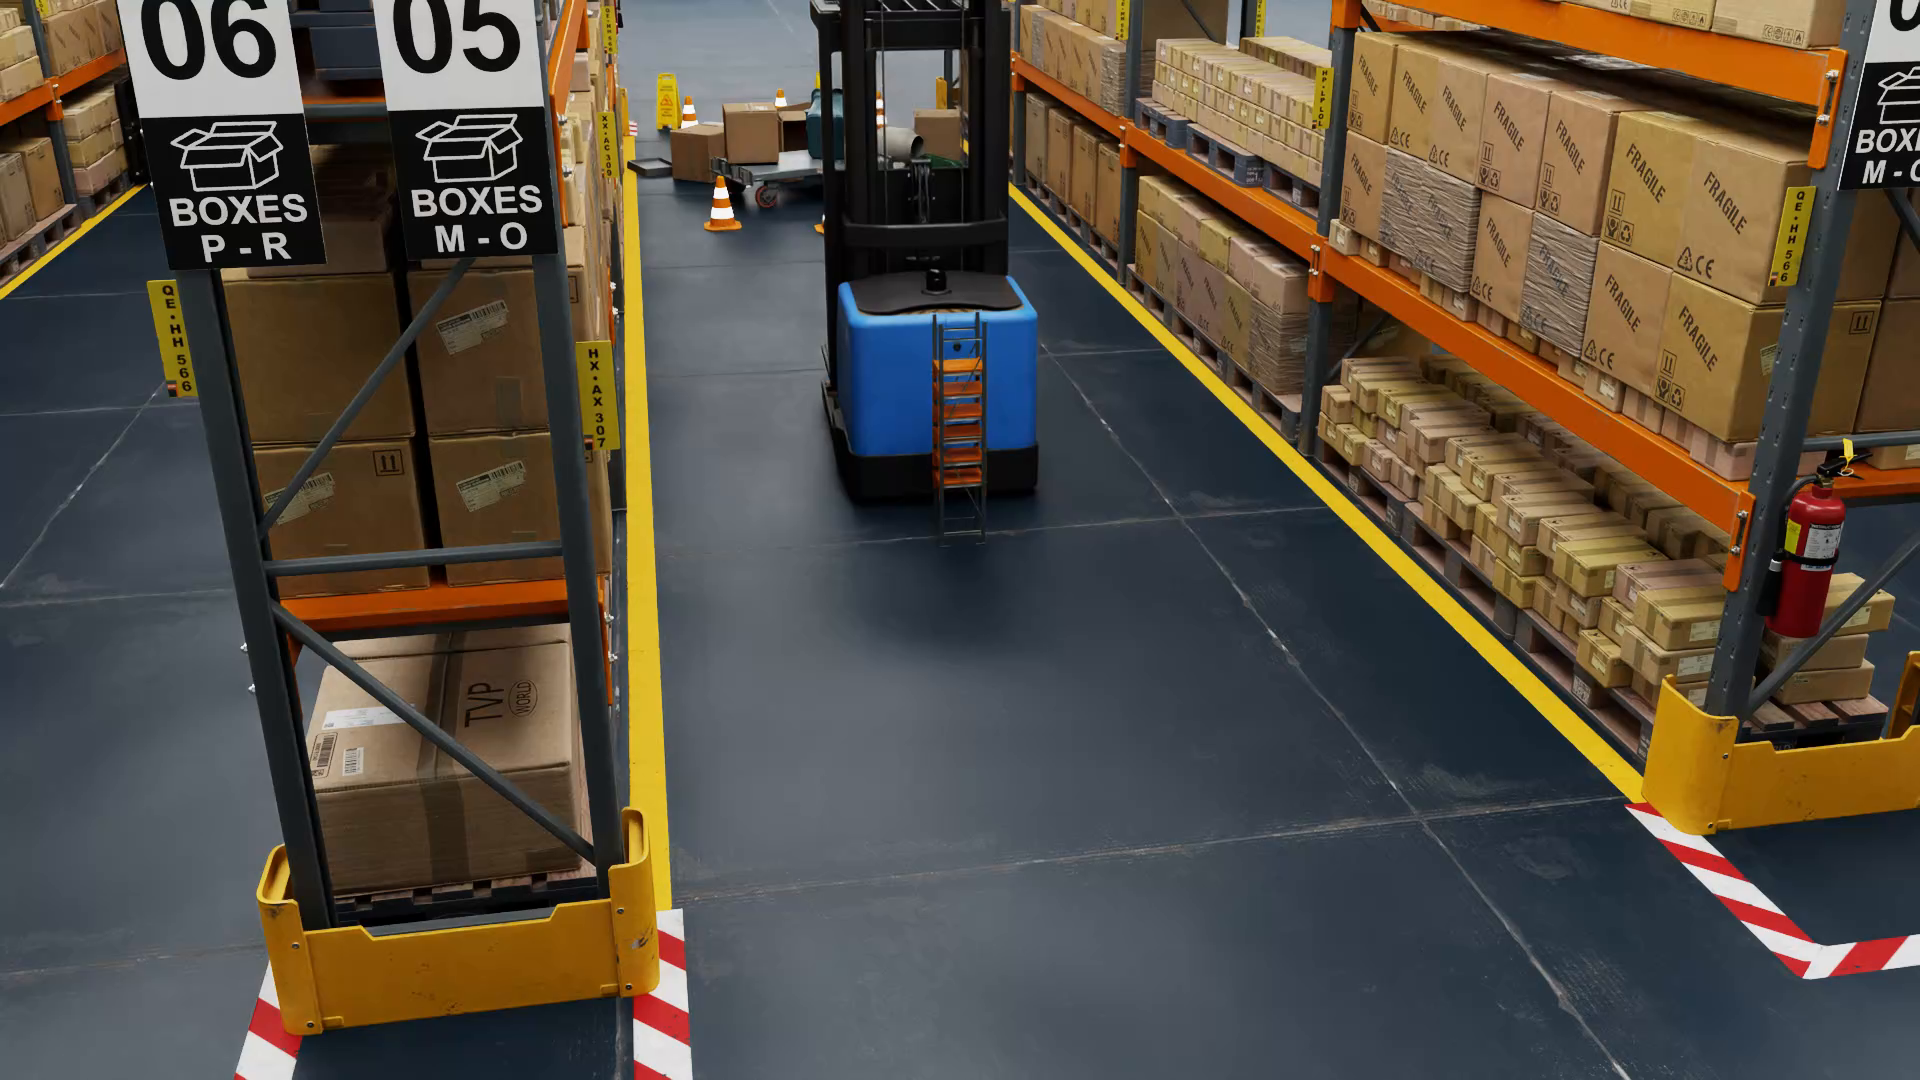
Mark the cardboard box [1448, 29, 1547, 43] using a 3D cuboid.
[{"bbox_3d":[2.876,-2.395,8.739,0.500,0.500,0.500,-5,24,-12],"label":"cardboard box"}]

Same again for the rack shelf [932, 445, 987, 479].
[{"bbox_3d":[-0.003,-0.405,8.589,0.258,0.103,0.180,-4,24,-10],"label":"rack shelf"}]

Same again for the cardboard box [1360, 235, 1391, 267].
[{"bbox_3d":[2.375,-1.572,8.916,0.380,0.149,0.250,-4,24,-8],"label":"cardboard box"}]

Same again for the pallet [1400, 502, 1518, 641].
[{"bbox_3d":[2.911,0.101,8.254,1.003,0.211,1.213,-4,24,-10],"label":"pallet"}]

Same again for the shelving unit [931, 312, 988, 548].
[{"bbox_3d":[-0.003,-0.556,8.523,0.258,1.200,0.189,-4,24,-10],"label":"shelving unit"}]

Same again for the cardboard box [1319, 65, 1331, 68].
[{"bbox_3d":[2.609,-3.072,11.083,0.380,0.149,0.250,-4,24,-8],"label":"cardboard box"}]

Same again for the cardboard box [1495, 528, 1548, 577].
[{"bbox_3d":[2.678,0.038,7.580,0.380,0.149,0.250,-4,24,-9],"label":"cardboard box"}]

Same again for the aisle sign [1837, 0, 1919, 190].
[{"bbox_3d":[2.981,-1.486,5.157,0.394,0.787,0.004,-4,24,-10],"label":"aisle sign"}]

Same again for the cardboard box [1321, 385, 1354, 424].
[{"bbox_3d":[2.276,-0.775,9.443,0.380,0.149,0.250,-3,24,-7],"label":"cardboard box"}]

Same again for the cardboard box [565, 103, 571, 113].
[{"bbox_3d":[-1.719,-1.614,6.512,0.380,0.149,0.250,-4,24,-10],"label":"cardboard box"}]

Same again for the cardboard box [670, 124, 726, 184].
[{"bbox_3d":[-2.663,-4.037,17.367,0.500,0.500,0.500,13,27,27],"label":"cardboard box"}]

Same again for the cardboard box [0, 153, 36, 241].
[{"bbox_3d":[-8.436,-2.885,14.050,0.875,0.625,0.625,-5,24,-10],"label":"cardboard box"}]

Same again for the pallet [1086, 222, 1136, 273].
[{"bbox_3d":[1.712,-2.530,14.280,1.003,0.211,1.213,-4,24,-10],"label":"pallet"}]

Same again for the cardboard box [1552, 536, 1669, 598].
[{"bbox_3d":[2.753,0.111,7.043,0.380,0.149,0.250,-5,24,-11],"label":"cardboard box"}]

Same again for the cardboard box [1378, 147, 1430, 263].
[{"bbox_3d":[2.465,-1.694,8.384,0.500,0.500,0.500,-4,24,-10],"label":"cardboard box"}]

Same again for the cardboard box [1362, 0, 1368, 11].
[{"bbox_3d":[5.074,-6.522,20.250,0.380,0.149,0.250,-4,24,-10],"label":"cardboard box"}]

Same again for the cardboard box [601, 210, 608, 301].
[{"bbox_3d":[-1.986,-1.395,8.072,0.500,0.500,0.500,-4,24,-9],"label":"cardboard box"}]

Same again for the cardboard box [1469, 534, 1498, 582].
[{"bbox_3d":[2.651,0.072,7.875,0.380,0.149,0.250,-4,24,-9],"label":"cardboard box"}]

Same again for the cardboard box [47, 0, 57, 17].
[{"bbox_3d":[-8.529,-4.881,15.242,0.380,0.149,0.250,-4,24,-9],"label":"cardboard box"}]

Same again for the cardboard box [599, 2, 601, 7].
[{"bbox_3d":[-3.022,-3.859,12.818,0.500,0.500,0.500,-3,24,-7],"label":"cardboard box"}]

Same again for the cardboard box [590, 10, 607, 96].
[{"bbox_3d":[-2.607,-3.205,10.967,0.500,0.500,0.500,-4,24,-9],"label":"cardboard box"}]

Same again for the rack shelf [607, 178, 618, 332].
[{"bbox_3d":[-2.693,-1.970,10.412,1.077,0.370,4.000,-4,24,-10],"label":"rack shelf"}]

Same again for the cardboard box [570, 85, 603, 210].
[{"bbox_3d":[-1.964,-1.852,7.868,0.500,0.500,0.500,-5,24,-10],"label":"cardboard box"}]

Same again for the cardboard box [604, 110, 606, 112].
[{"bbox_3d":[-2.414,-2.470,10.219,0.500,0.250,0.500,-5,24,-11],"label":"cardboard box"}]

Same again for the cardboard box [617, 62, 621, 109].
[{"bbox_3d":[-4.038,-5.008,18.443,0.500,0.500,0.500,-3,24,-8],"label":"cardboard box"}]

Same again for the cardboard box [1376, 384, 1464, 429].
[{"bbox_3d":[2.471,-0.718,8.941,0.380,0.149,0.250,-5,24,-10],"label":"cardboard box"}]

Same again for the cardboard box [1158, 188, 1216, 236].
[{"bbox_3d":[1.767,-2.394,12.146,0.500,0.250,0.500,-5,24,-10],"label":"cardboard box"}]

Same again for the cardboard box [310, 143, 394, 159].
[{"bbox_3d":[-2.032,-1.271,5.727,0.380,0.149,0.250,-5,24,-10],"label":"cardboard box"}]

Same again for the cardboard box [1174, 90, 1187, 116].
[{"bbox_3d":[1.768,-3.167,12.043,0.380,0.149,0.250,-3,24,-7],"label":"cardboard box"}]

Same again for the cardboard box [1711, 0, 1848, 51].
[{"bbox_3d":[2.919,-1.811,5.588,0.500,0.250,0.500,-5,24,-11],"label":"cardboard box"}]

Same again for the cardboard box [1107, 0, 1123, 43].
[{"bbox_3d":[1.615,-4.373,13.640,0.700,0.500,0.500,-5,24,-11],"label":"cardboard box"}]

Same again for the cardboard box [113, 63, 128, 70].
[{"bbox_3d":[-9.028,-5.097,18.334,0.500,0.250,0.500,-4,24,-8],"label":"cardboard box"}]

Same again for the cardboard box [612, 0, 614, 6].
[{"bbox_3d":[-4.083,-6.025,18.300,0.500,0.500,0.500,-4,24,-10],"label":"cardboard box"}]

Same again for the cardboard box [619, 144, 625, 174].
[{"bbox_3d":[-3.646,-3.844,16.715,0.500,0.250,0.500,-5,24,-12],"label":"cardboard box"}]

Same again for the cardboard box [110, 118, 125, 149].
[{"bbox_3d":[-8.642,-4.062,16.589,0.500,0.250,0.500,-5,24,-10],"label":"cardboard box"}]

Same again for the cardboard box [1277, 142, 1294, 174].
[{"bbox_3d":[2.162,-2.338,10.145,0.380,0.149,0.250,-4,24,-10],"label":"cardboard box"}]

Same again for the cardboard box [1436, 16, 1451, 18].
[{"bbox_3d":[5.512,-5.741,18.461,0.380,0.149,0.250,-4,24,-10],"label":"cardboard box"}]

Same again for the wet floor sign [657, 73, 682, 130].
[{"bbox_3d":[-3.525,-5.308,20.097,0.267,0.644,0.232,4,24,9],"label":"wet floor sign"}]

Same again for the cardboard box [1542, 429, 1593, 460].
[{"bbox_3d":[3.158,-0.449,8.325,0.380,0.149,0.250,-5,24,-12],"label":"cardboard box"}]

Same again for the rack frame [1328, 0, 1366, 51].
[{"bbox_3d":[5.197,-6.966,20.953,1.000,3.000,0.127,-4,24,-10],"label":"rack frame"}]

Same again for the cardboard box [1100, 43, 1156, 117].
[{"bbox_3d":[1.436,-3.696,13.339,0.500,0.500,0.500,-4,24,-10],"label":"cardboard box"}]

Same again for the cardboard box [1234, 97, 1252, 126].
[{"bbox_3d":[2.008,-2.793,10.814,0.380,0.149,0.250,-4,24,-10],"label":"cardboard box"}]

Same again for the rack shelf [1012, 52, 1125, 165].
[{"bbox_3d":[1.414,-3.949,14.944,1.077,0.370,4.000,-4,24,-10],"label":"rack shelf"}]

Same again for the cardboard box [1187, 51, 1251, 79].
[{"bbox_3d":[1.820,-3.340,11.695,0.380,0.149,0.250,-5,24,-12],"label":"cardboard box"}]

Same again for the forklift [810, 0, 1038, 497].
[{"bbox_3d":[-0.292,-2.134,9.974,1.130,2.935,3.031,-3,24,-8],"label":"forklift"}]

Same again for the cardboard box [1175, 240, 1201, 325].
[{"bbox_3d":[1.859,-1.843,11.821,0.500,0.500,0.500,-5,24,-11],"label":"cardboard box"}]

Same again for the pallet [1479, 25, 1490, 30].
[{"bbox_3d":[5.935,-4.994,16.676,1.003,0.211,1.213,-4,24,-10],"label":"pallet"}]

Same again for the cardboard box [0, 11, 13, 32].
[{"bbox_3d":[-8.333,-4.416,14.178,0.380,0.149,0.250,-5,24,-11],"label":"cardboard box"}]

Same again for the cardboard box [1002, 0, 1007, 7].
[{"bbox_3d":[0.840,-5.493,17.393,0.875,0.550,0.550,-4,24,-10],"label":"cardboard box"}]

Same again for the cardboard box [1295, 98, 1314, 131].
[{"bbox_3d":[2.206,-2.518,9.814,0.380,0.149,0.250,-5,24,-11],"label":"cardboard box"}]

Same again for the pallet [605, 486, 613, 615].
[{"bbox_3d":[-2.259,0.070,8.326,1.003,0.211,1.213,-4,24,-10],"label":"pallet"}]

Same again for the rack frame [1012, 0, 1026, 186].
[{"bbox_3d":[1.044,-5.066,16.601,1.000,3.000,0.127,-4,24,-10],"label":"rack frame"}]

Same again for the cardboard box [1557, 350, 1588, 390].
[{"bbox_3d":[2.764,-0.741,7.012,0.380,0.149,0.250,-5,24,-12],"label":"cardboard box"}]

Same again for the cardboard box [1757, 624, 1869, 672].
[{"bbox_3d":[3.418,0.407,6.736,0.380,0.149,0.250,-3,24,-8],"label":"cardboard box"}]
